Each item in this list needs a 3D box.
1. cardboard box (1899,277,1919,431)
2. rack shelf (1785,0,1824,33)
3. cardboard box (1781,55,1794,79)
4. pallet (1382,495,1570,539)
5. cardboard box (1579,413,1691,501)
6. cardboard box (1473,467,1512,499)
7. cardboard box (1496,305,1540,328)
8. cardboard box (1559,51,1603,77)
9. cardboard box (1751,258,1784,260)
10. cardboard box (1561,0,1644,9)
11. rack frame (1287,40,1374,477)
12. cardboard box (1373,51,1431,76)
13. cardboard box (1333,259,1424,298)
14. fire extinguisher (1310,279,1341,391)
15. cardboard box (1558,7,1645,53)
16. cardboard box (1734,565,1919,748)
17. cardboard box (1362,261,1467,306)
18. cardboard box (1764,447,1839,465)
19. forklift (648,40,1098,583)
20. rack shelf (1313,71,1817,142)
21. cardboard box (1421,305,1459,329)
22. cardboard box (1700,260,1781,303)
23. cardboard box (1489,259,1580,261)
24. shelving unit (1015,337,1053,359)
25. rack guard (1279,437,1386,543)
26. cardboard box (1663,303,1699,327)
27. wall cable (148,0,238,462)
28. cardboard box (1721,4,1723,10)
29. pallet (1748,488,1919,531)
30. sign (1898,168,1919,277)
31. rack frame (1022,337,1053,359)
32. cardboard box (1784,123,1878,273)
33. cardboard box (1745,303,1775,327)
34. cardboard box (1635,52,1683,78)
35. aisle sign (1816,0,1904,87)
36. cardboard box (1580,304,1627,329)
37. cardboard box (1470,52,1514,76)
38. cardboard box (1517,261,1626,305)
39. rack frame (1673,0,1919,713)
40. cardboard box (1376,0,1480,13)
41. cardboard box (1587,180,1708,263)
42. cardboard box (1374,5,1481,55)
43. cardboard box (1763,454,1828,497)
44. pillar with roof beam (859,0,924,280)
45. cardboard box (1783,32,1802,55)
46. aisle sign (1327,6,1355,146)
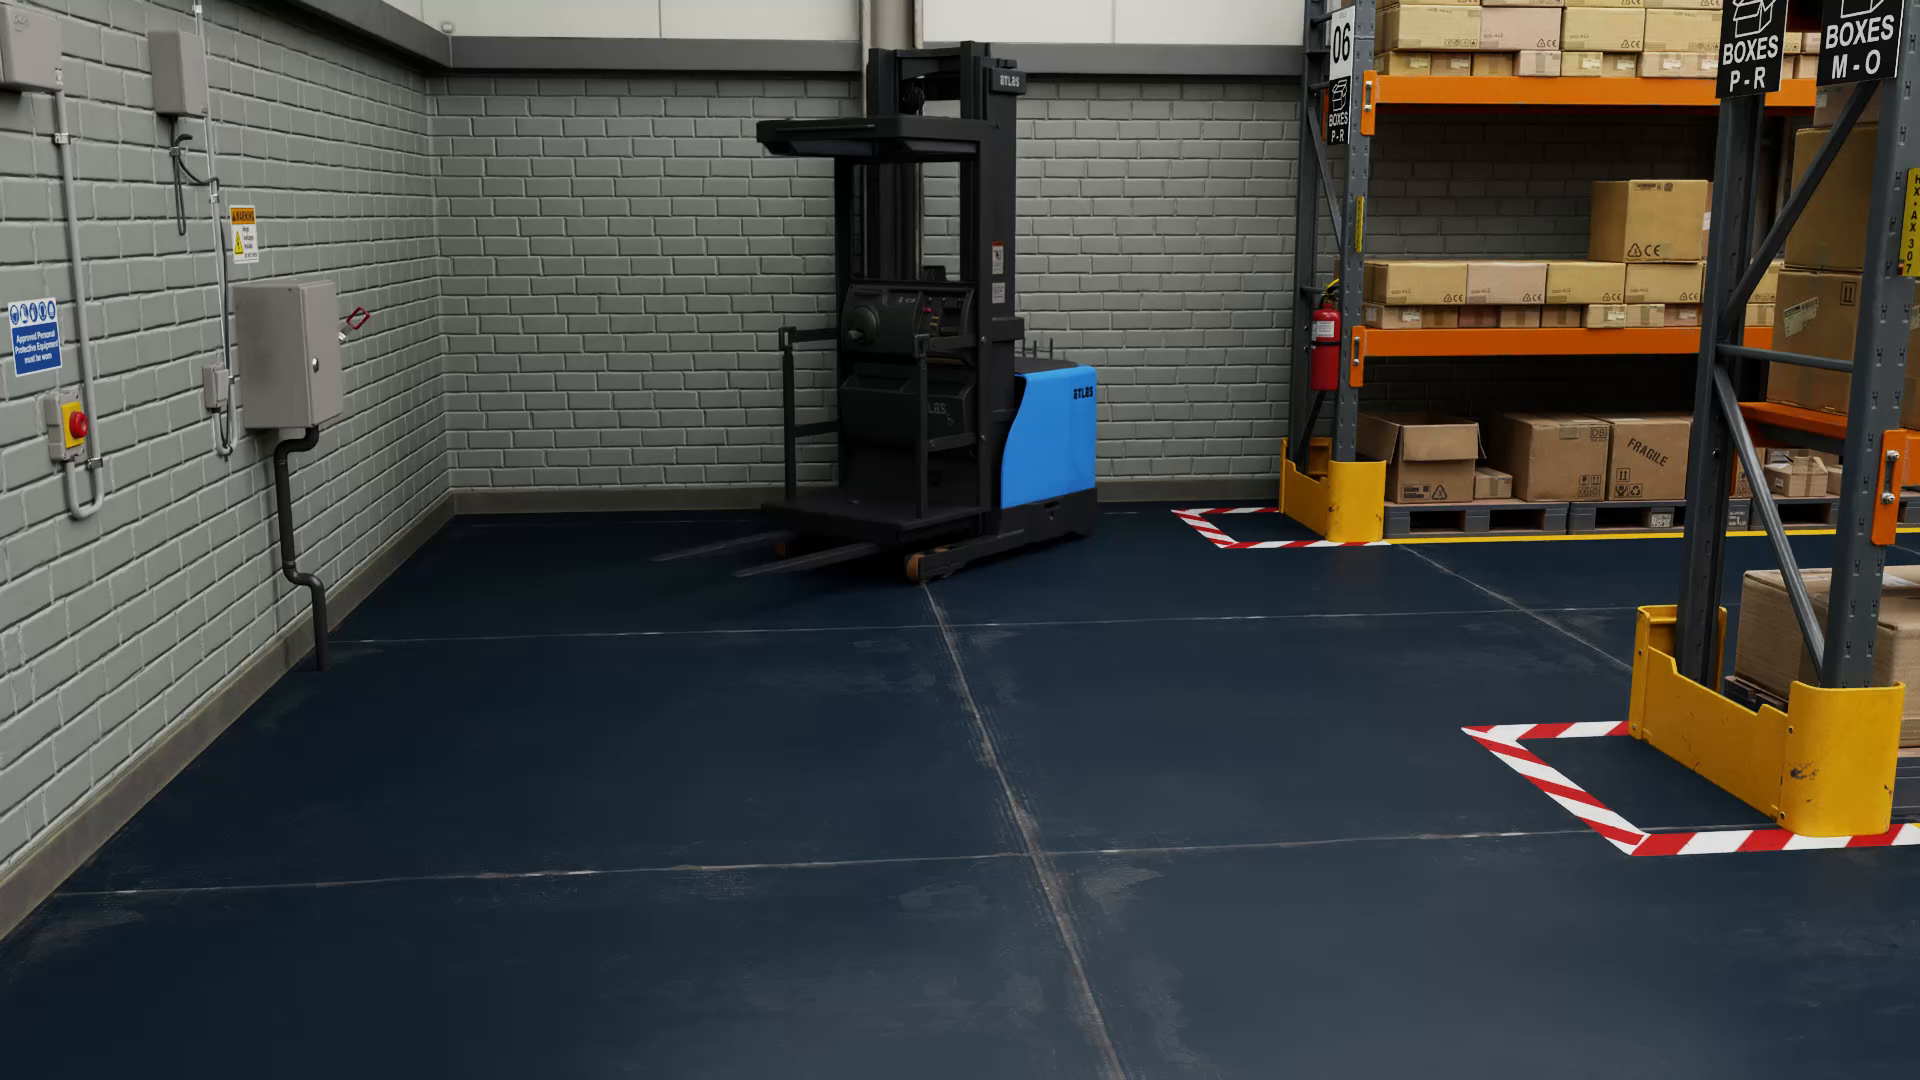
[{"bbox_3d":[3.376,-0.619,5.483,0.500,0.500,0.500,-1,11,-7],"label":"cardboard box"},{"bbox_3d":[4.856,-1.776,5.714,4.000,0.370,1.077,-1,11,-6],"label":"rack shelf"},{"bbox_3d":[4.954,-2.922,10.332,0.250,0.149,0.380,-1,11,-4],"label":"cardboard box"},{"bbox_3d":[3.196,-0.217,10.926,1.213,0.211,1.003,-1,11,-6],"label":"pallet"},{"bbox_3d":[4.337,-0.543,10.748,0.500,0.500,0.500,-1,11,-5],"label":"cardboard box"},{"bbox_3d":[3.373,-0.370,10.778,0.250,0.149,0.380,-2,11,-8],"label":"cardboard box"},{"bbox_3d":[3.448,-1.418,10.456,0.250,0.149,0.380,-1,11,-4],"label":"cardboard box"},{"bbox_3d":[3.703,-2.883,10.130,0.250,0.149,0.380,-1,11,-6],"label":"cardboard box"},{"bbox_3d":[5.286,-1.753,11.124,0.500,0.250,0.500,-1,11,-7],"label":"cardboard box"},{"bbox_3d":[3.802,-3.338,10.116,0.500,0.250,0.500,-1,11,-7],"label":"cardboard box"},{"bbox_3d":[2.328,-1.567,10.564,0.127,3.000,1.000,-1,11,-6],"label":"rack frame"},{"bbox_3d":[2.670,-2.878,10.106,0.250,0.149,0.380,-1,11,-5],"label":"cardboard box"},{"bbox_3d":[2.757,-1.700,10.857,0.500,0.250,0.500,-1,11,-4],"label":"cardboard box"},{"bbox_3d":[2.232,-1.255,10.141,0.183,0.674,0.296,-1,11,-6],"label":"fire extinguisher"},{"bbox_3d":[3.812,-3.091,10.157,0.500,0.250,0.500,-2,11,-8],"label":"cardboard box"},{"bbox_3d":[3.513,0.403,6.096,0.875,0.438,0.875,-2,11,-8],"label":"cardboard box"},{"bbox_3d":[2.809,-1.597,10.335,0.500,0.250,0.500,-1,11,-6],"label":"cardboard box"},{"bbox_3d":[5.623,-0.569,11.367,0.500,0.311,0.500,-1,11,-4],"label":"cardboard box"},{"bbox_3d":[-0.436,-1.305,9.408,1.130,2.935,3.031,9,14,37],"label":"forklift"},{"bbox_3d":[4.317,-2.728,10.556,4.000,0.370,1.077,-1,11,-6],"label":"rack shelf"},{"bbox_3d":[2.933,-1.412,10.427,0.250,0.149,0.380,-1,11,-5],"label":"cardboard box"},{"bbox_3d":[4.831,-1.644,10.574,0.500,0.250,0.500,-1,11,-6],"label":"cardboard box"},{"bbox_3d":[3.763,-1.720,10.958,0.500,0.250,0.500,-1,11,-4],"label":"cardboard box"},{"bbox_3d":[0.451,-0.717,10.906,0.258,1.200,0.189,9,14,37],"label":"shelving unit"},{"bbox_3d":[2.404,-0.342,10.813,0.348,0.500,1.175,-1,11,-6],"label":"rack guard"},{"bbox_3d":[4.479,-1.443,10.586,0.250,0.149,0.380,-1,11,-6],"label":"cardboard box"},{"bbox_3d":[-2.900,-1.264,6.386,0.122,1.984,0.588,-1,11,-6],"label":"wall cable"},{"bbox_3d":[4.821,-3.362,10.240,0.500,0.250,0.500,-1,11,-5],"label":"cardboard box"},{"bbox_3d":[5.622,-0.268,11.185,1.213,0.211,1.003,-1,11,-6],"label":"pallet"},{"bbox_3d":[2.922,-0.972,5.089,0.005,0.325,0.100,-1,11,-6],"label":"sign"},{"bbox_3d":[0.507,-0.731,10.977,0.240,1.200,0.006,9,14,37],"label":"rack frame"},{"bbox_3d":[3.322,-1.211,5.899,0.500,0.500,0.500,-1,11,-4],"label":"cardboard box"},{"bbox_3d":[4.988,-1.442,10.576,0.250,0.149,0.380,-1,11,-7],"label":"cardboard box"},{"bbox_3d":[4.205,-2.891,10.173,0.250,0.149,0.380,-1,11,-6],"label":"cardboard box"},{"bbox_3d":[2.828,-1.834,5.181,0.004,0.787,0.394,-1,11,-6],"label":"aisle sign"},{"bbox_3d":[3.971,-1.415,10.443,0.250,0.149,0.380,-2,11,-8],"label":"cardboard box"},{"bbox_3d":[3.185,-2.890,10.169,0.250,0.149,0.380,-1,11,-6],"label":"cardboard box"},{"bbox_3d":[3.813,-1.619,10.445,0.500,0.250,0.500,-1,11,-7],"label":"cardboard box"},{"bbox_3d":[2.868,-0.615,5.722,0.127,3.000,1.000,-1,11,-6],"label":"rack frame"},{"bbox_3d":[2.797,-3.318,10.014,0.500,0.250,0.500,-1,11,-7],"label":"cardboard box"},{"bbox_3d":[4.300,-1.997,10.422,0.500,0.500,0.500,-1,11,-5],"label":"cardboard box"},{"bbox_3d":[2.799,-3.068,10.041,0.500,0.250,0.500,-1,11,-7],"label":"cardboard box"},{"bbox_3d":[5.428,-0.440,10.827,0.258,0.266,0.396,-1,11,-4],"label":"cardboard box"},{"bbox_3d":[0.015,-3.802,6.379,0.400,9.000,9.100,-1,11,-6],"label":"pillar with roof beam"},{"bbox_3d":[4.826,-3.115,10.280,0.500,0.250,0.500,-1,11,-5],"label":"cardboard box"},{"bbox_3d":[2.292,-2.785,10.019,0.004,0.787,0.394,-1,11,-6],"label":"aisle sign"}]
